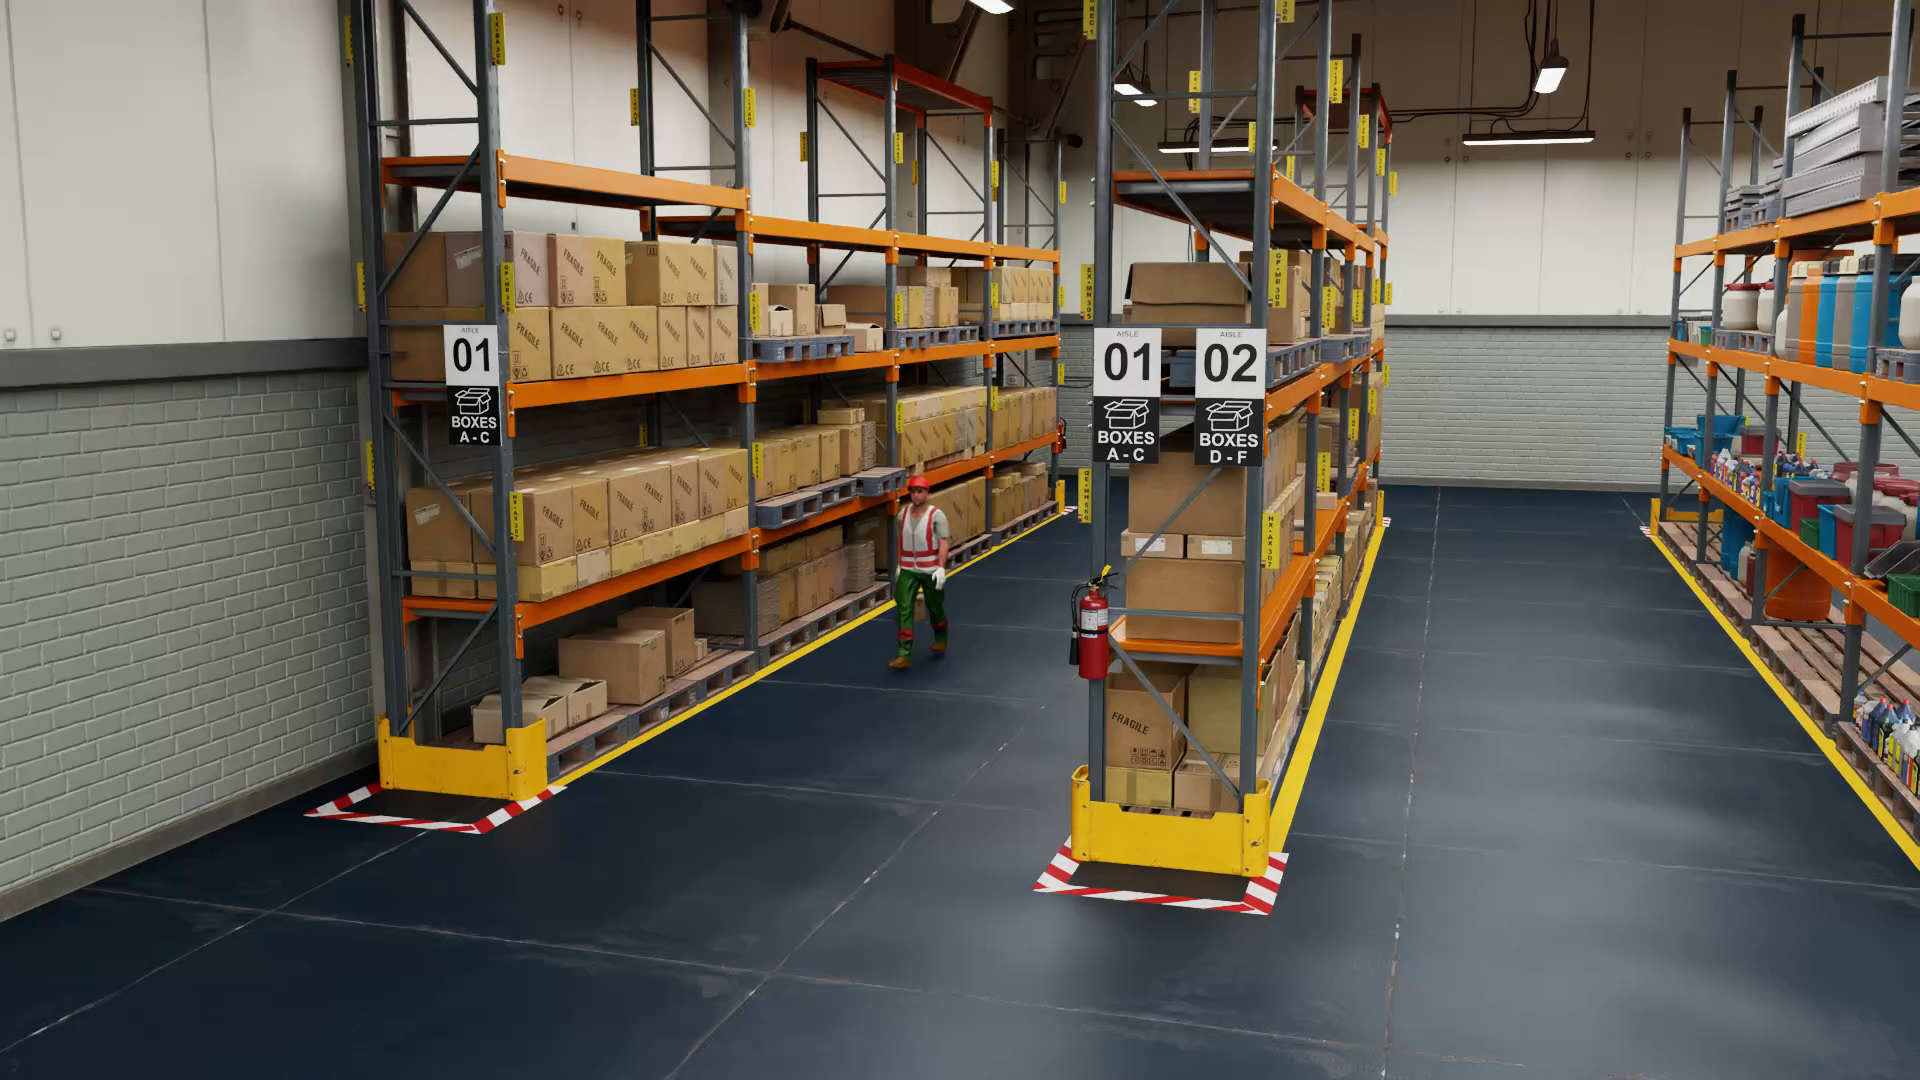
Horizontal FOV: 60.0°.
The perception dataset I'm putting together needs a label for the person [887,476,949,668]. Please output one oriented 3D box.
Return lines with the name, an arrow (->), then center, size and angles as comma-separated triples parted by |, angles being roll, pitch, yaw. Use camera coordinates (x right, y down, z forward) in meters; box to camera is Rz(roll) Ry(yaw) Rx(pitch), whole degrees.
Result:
person -> -0.375, 0.280, 15.348 | 0.603, 1.742, 1.068 | 3, 9, 18
